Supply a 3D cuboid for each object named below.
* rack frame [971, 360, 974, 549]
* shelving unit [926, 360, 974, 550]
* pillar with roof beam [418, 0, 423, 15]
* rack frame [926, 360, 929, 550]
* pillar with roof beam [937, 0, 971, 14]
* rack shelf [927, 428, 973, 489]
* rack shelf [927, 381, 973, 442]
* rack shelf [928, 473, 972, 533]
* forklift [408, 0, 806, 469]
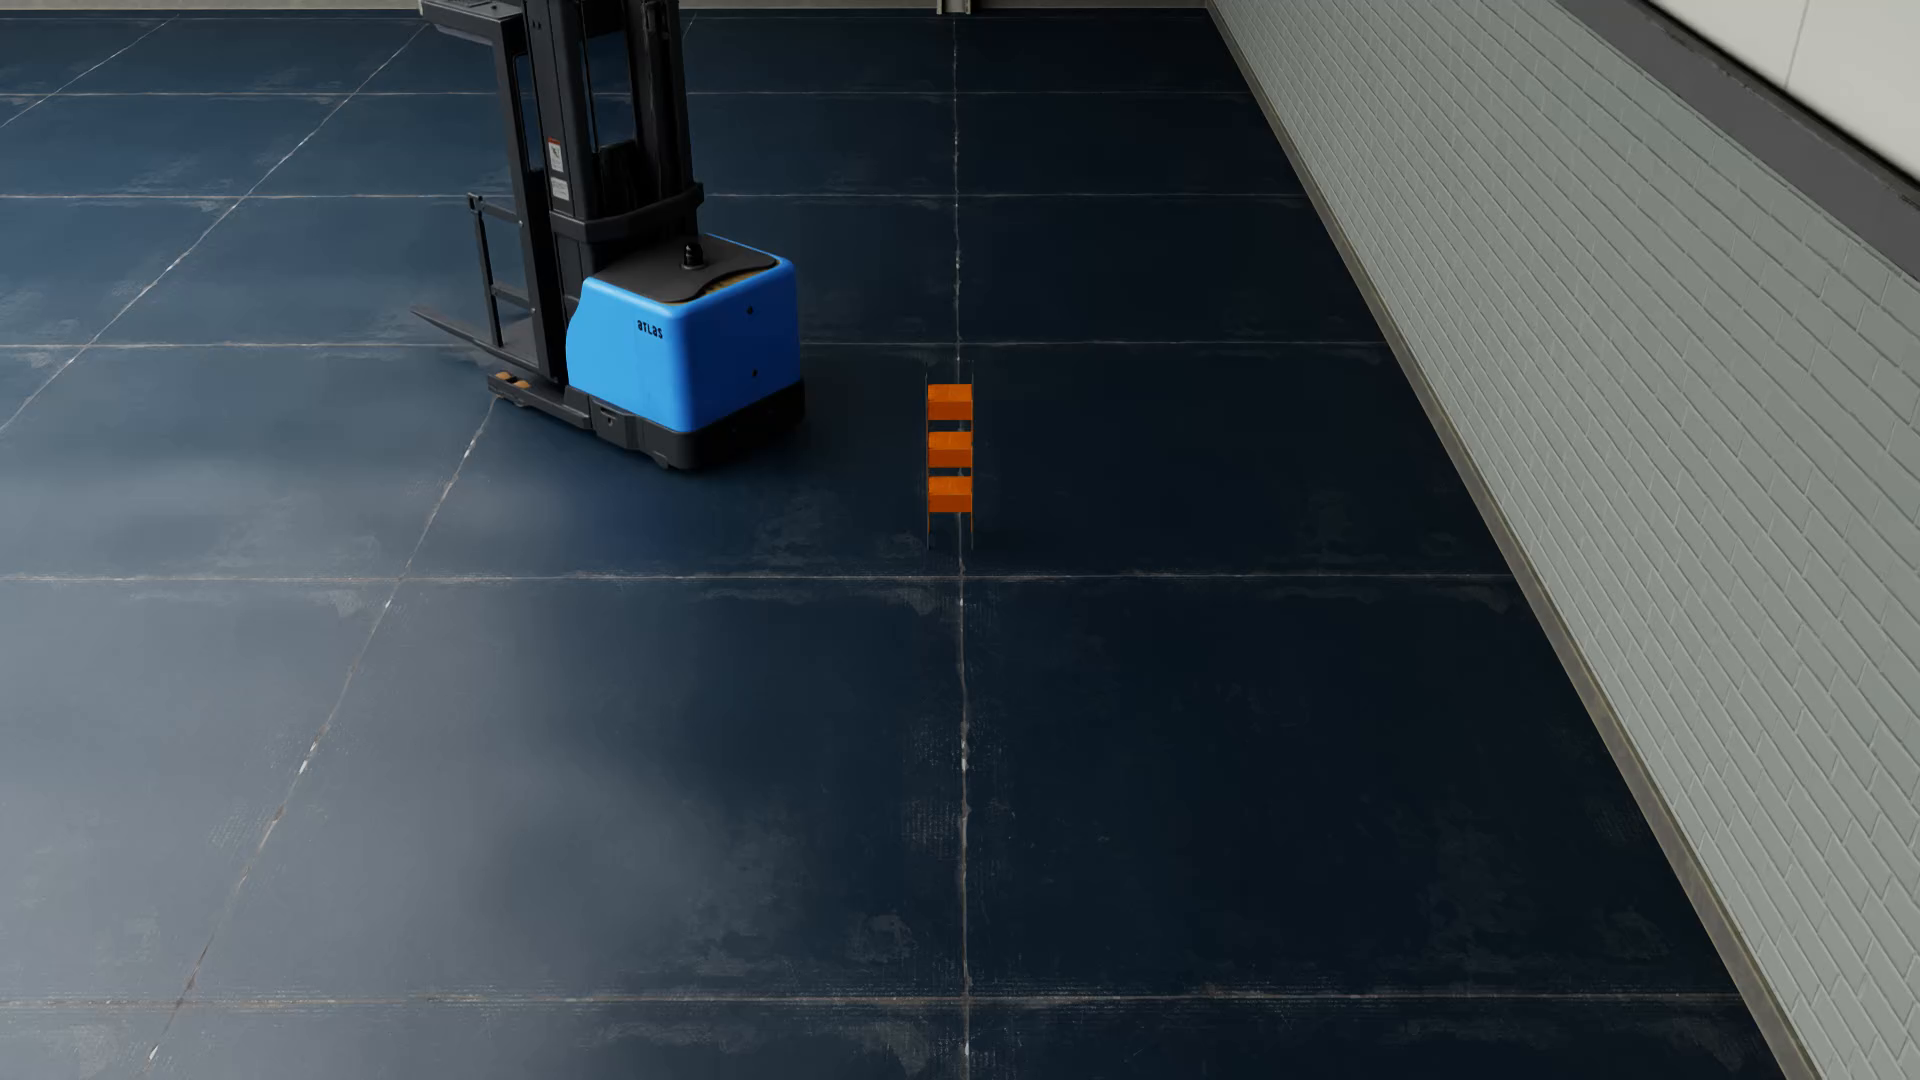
[{"bbox_3d":[0.068,-0.449,8.978,0.008,1.050,0.200,0,31,0],"label":"rack frame"},{"bbox_3d":[-0.054,-0.449,8.977,0.252,1.050,0.215,0,31,0],"label":"shelving unit"},{"bbox_3d":[-6.043,-7.787,13.409,0.400,9.000,9.100,0,31,0],"label":"pillar with roof beam"},{"bbox_3d":[-0.176,-0.448,8.977,0.008,1.050,0.200,0,31,0],"label":"rack frame"},{"bbox_3d":[-0.044,-7.806,13.440,0.400,9.000,9.100,0,31,0],"label":"pillar with roof beam"},{"bbox_3d":[-0.054,-0.440,8.983,0.240,0.259,0.215,0,31,0],"label":"rack shelf"},{"bbox_3d":[-0.054,-0.682,8.836,0.240,0.259,0.215,0,31,0],"label":"rack shelf"},{"bbox_3d":[-0.054,-0.202,9.127,0.240,0.259,0.215,0,31,0],"label":"rack shelf"},{"bbox_3d":[-2.424,-2.294,10.206,3.031,2.935,1.130,23,38,33],"label":"forklift"}]
